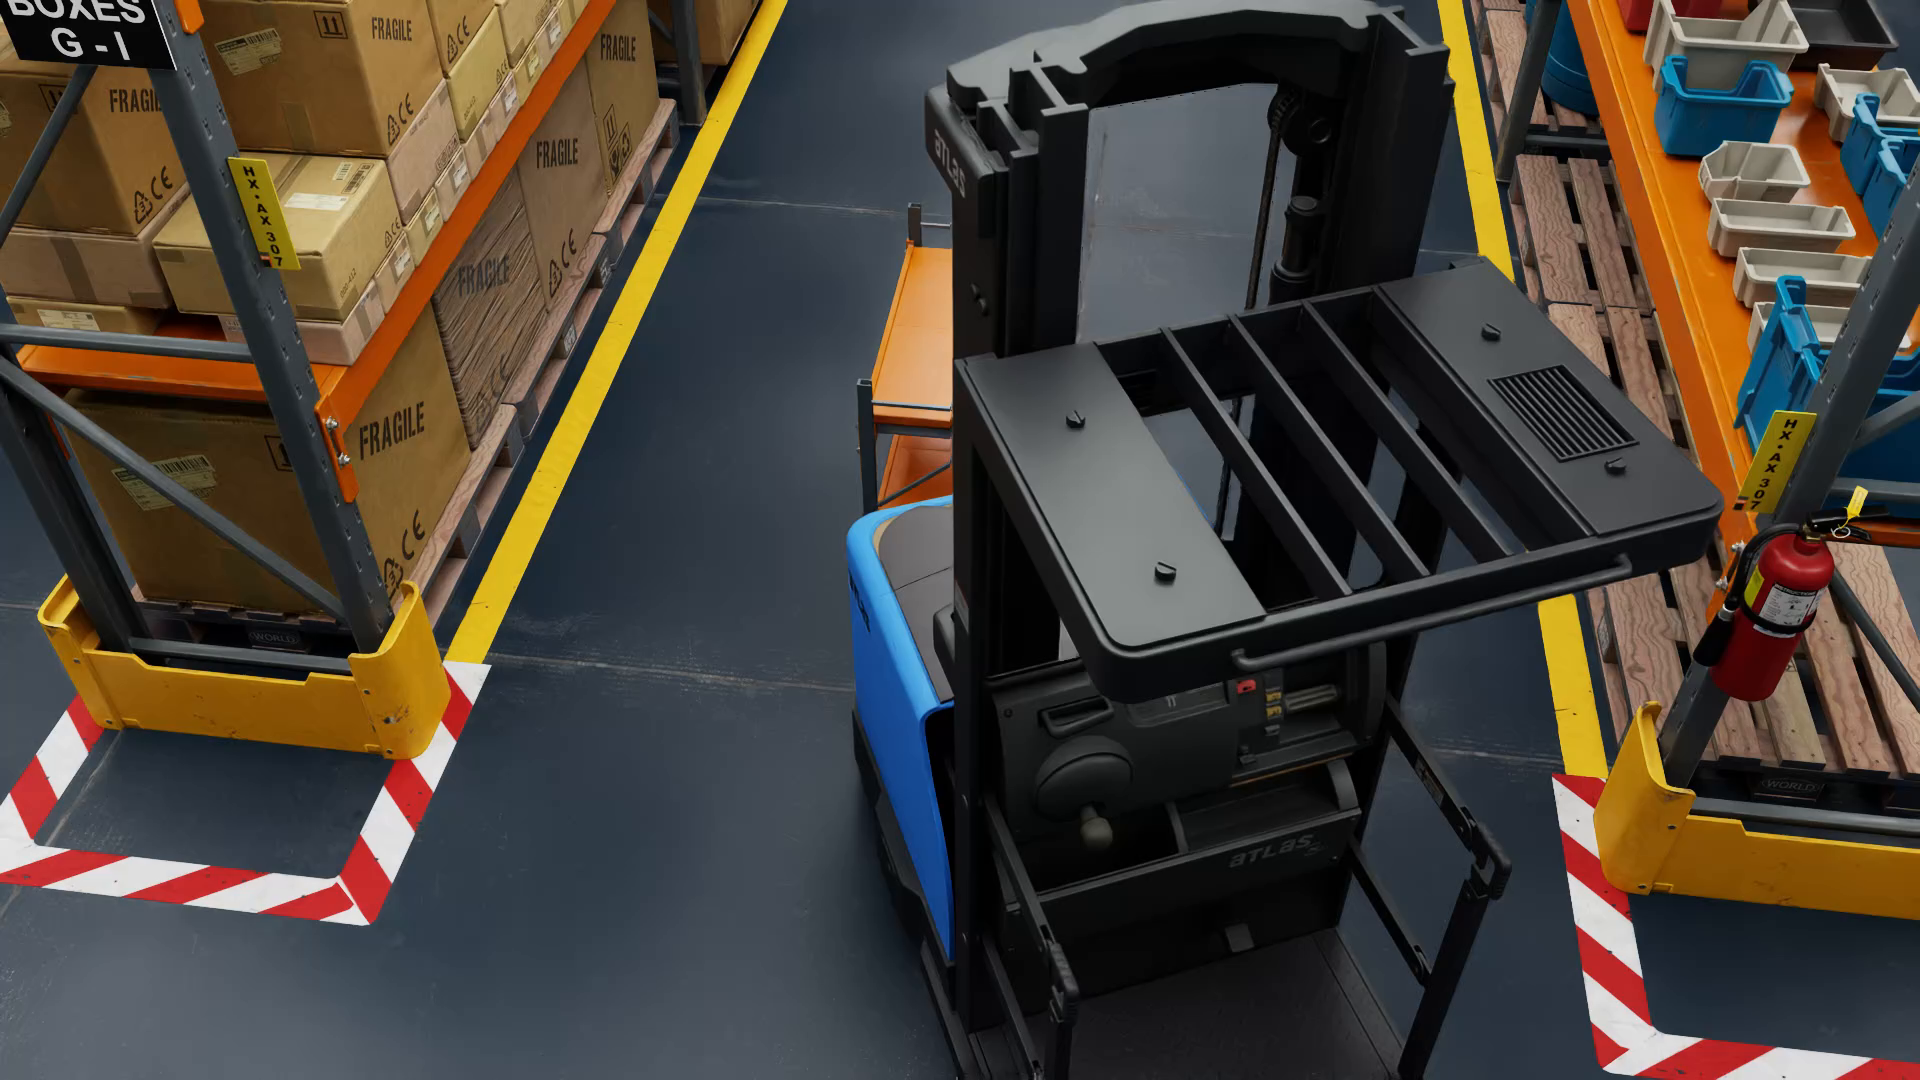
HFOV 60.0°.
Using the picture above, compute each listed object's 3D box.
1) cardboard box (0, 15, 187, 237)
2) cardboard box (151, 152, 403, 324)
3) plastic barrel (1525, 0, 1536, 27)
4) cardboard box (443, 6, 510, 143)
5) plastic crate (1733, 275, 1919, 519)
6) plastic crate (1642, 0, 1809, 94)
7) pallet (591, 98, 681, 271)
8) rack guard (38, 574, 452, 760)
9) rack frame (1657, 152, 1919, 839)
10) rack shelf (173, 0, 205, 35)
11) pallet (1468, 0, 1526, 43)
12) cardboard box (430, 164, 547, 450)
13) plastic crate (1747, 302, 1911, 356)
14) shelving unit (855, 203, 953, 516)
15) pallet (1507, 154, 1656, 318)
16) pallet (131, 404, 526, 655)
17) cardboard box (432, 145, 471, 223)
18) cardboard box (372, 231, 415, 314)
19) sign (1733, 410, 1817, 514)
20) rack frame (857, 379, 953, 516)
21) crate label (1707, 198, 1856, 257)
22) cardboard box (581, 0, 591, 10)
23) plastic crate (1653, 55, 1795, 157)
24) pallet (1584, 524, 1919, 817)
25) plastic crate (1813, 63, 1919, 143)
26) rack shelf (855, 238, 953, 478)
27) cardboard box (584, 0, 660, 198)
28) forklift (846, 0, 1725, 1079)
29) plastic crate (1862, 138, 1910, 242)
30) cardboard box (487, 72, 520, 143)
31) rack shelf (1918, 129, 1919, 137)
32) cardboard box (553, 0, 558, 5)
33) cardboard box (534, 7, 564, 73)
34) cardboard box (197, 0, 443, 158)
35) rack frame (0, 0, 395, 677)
[{"bbox_3d":[-2.526,-1.225,4.710,0.500,0.500,0.500,6,44,6],"label":"cardboard box"},{"bbox_3d":[-1.999,-0.900,4.911,0.500,0.250,0.500,4,44,4],"label":"cardboard box"},{"bbox_3d":[3.291,-3.062,8.523,0.600,0.901,0.708,5,44,6],"label":"plastic barrel"},{"bbox_3d":[-1.867,-1.597,5.647,0.500,0.250,0.500,4,44,4],"label":"cardboard box"},{"bbox_3d":[2.438,-0.373,4.393,0.616,0.435,0.499,5,44,6],"label":"plastic crate"},{"bbox_3d":[2.724,-1.774,5.985,0.437,0.282,0.530,5,44,6],"label":"plastic crate"},{"bbox_3d":[-1.979,-1.746,7.941,1.003,0.211,1.213,5,44,6],"label":"pallet"},{"bbox_3d":[-2.333,0.380,5.485,1.175,0.500,0.348,5,44,6],"label":"rack guard"},{"bbox_3d":[2.579,-0.093,4.167,1.000,3.000,0.127,5,44,6],"label":"rack frame"},{"bbox_3d":[-2.066,-2.735,5.298,1.077,0.370,4.000,5,44,6],"label":"rack shelf"},{"bbox_3d":[3.410,-3.163,9.437,1.003,0.211,1.213,5,44,6],"label":"pallet"},{"bbox_3d":[-2.205,-0.988,6.352,0.875,0.875,0.875,5,44,6],"label":"cardboard box"},{"bbox_3d":[2.508,-0.592,4.841,0.396,0.136,0.243,5,44,6],"label":"plastic crate"},{"bbox_3d":[-0.001,-0.404,5.858,0.538,1.125,1.048,5,44,6],"label":"shelving unit"},{"bbox_3d":[3.049,-1.302,7.472,1.003,0.211,1.213,5,44,6],"label":"pallet"},{"bbox_3d":[-2.302,-0.083,6.184,1.003,0.211,1.213,5,44,6],"label":"pallet"},{"bbox_3d":[-1.857,-1.192,5.510,0.380,0.149,0.250,5,44,5],"label":"cardboard box"},{"bbox_3d":[-1.924,-0.839,5.138,0.380,0.149,0.250,5,44,5],"label":"cardboard box"},{"bbox_3d":[2.032,-0.192,4.152,0.100,0.325,0.005,5,44,6],"label":"sign"},{"bbox_3d":[-0.068,-0.057,5.493,0.500,1.125,0.032,5,44,6],"label":"rack frame"},{"bbox_3d":[2.573,-0.980,5.251,0.396,0.136,0.243,5,44,6],"label":"crate label"},{"bbox_3d":[-1.653,-2.240,6.616,0.380,0.149,0.250,6,44,6],"label":"cardboard box"},{"bbox_3d":[2.597,-1.477,5.707,0.416,0.233,0.300,5,44,6],"label":"plastic crate"},{"bbox_3d":[2.727,0.361,5.716,1.003,0.211,1.213,5,44,6],"label":"pallet"},{"bbox_3d":[3.176,-1.531,5.834,0.293,0.136,0.466,5,44,6],"label":"plastic crate"},{"bbox_3d":[-0.001,-0.616,5.657,0.538,0.278,1.000,5,44,6],"label":"rack shelf"},{"bbox_3d":[-1.968,-2.208,7.640,0.875,0.875,0.875,5,44,6],"label":"cardboard box"},{"bbox_3d":[0.598,0.509,3.581,1.130,2.935,3.031,-13,45,-13],"label":"forklift"},{"bbox_3d":[3.112,-1.090,5.298,0.416,0.233,0.300,5,44,6],"label":"plastic crate"},{"bbox_3d":[-1.789,-1.541,5.878,0.380,0.149,0.250,5,44,5],"label":"cardboard box"},{"bbox_3d":[2.844,-2.284,4.823,1.077,0.370,4.000,5,44,6],"label":"rack shelf"},{"bbox_3d":[-1.733,-2.298,6.388,0.500,0.250,0.500,6,44,6],"label":"cardboard box"},{"bbox_3d":[-1.721,-1.892,6.249,0.380,0.149,0.250,6,44,6],"label":"cardboard box"},{"bbox_3d":[-1.933,-1.513,5.013,0.500,0.500,0.500,4,44,4],"label":"cardboard box"},{"bbox_3d":[-2.330,-0.544,4.643,1.000,3.000,0.127,5,44,6],"label":"rack frame"}]
